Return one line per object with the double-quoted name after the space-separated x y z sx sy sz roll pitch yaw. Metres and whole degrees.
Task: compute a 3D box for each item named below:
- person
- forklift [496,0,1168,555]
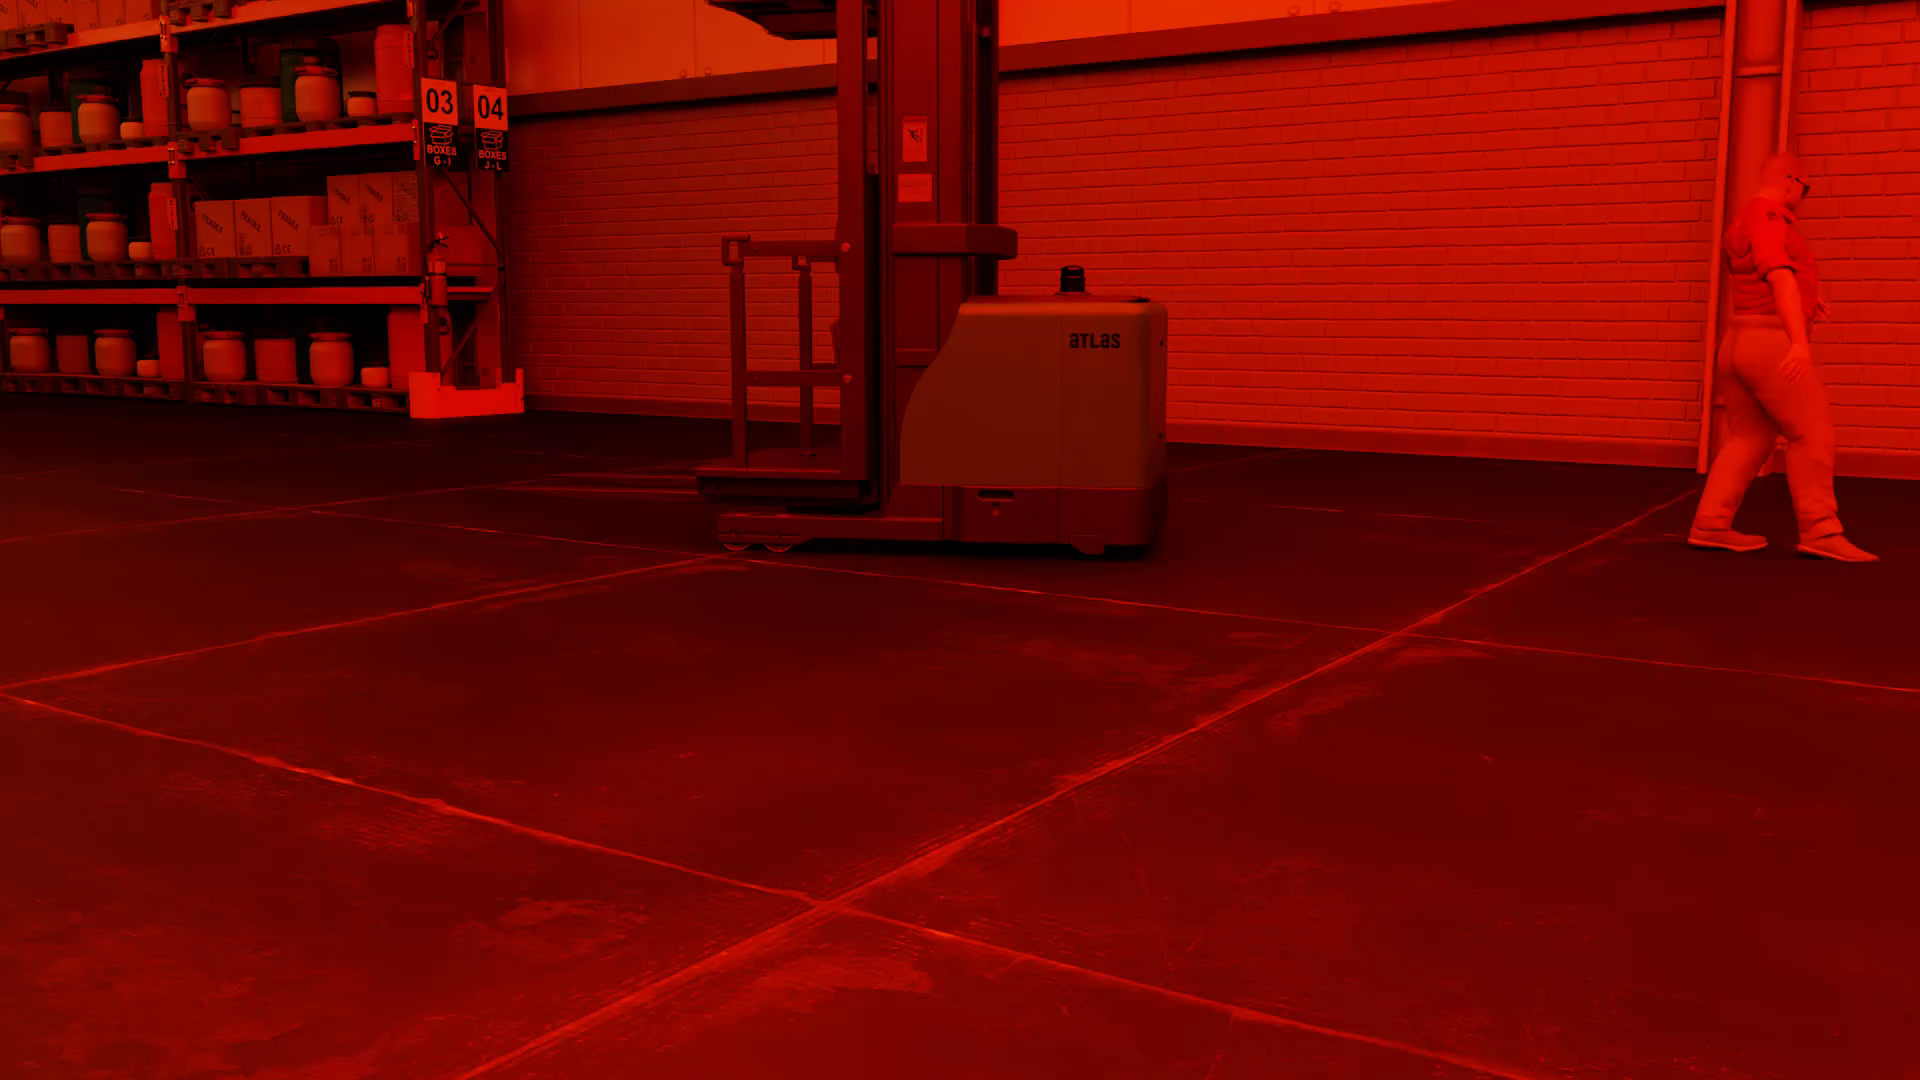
3.552 -0.763 7.069 0.700 1.730 1.010 1 8 7 "person"
-0.596 -1.469 7.520 3.031 2.935 1.130 2 8 12 "forklift"
